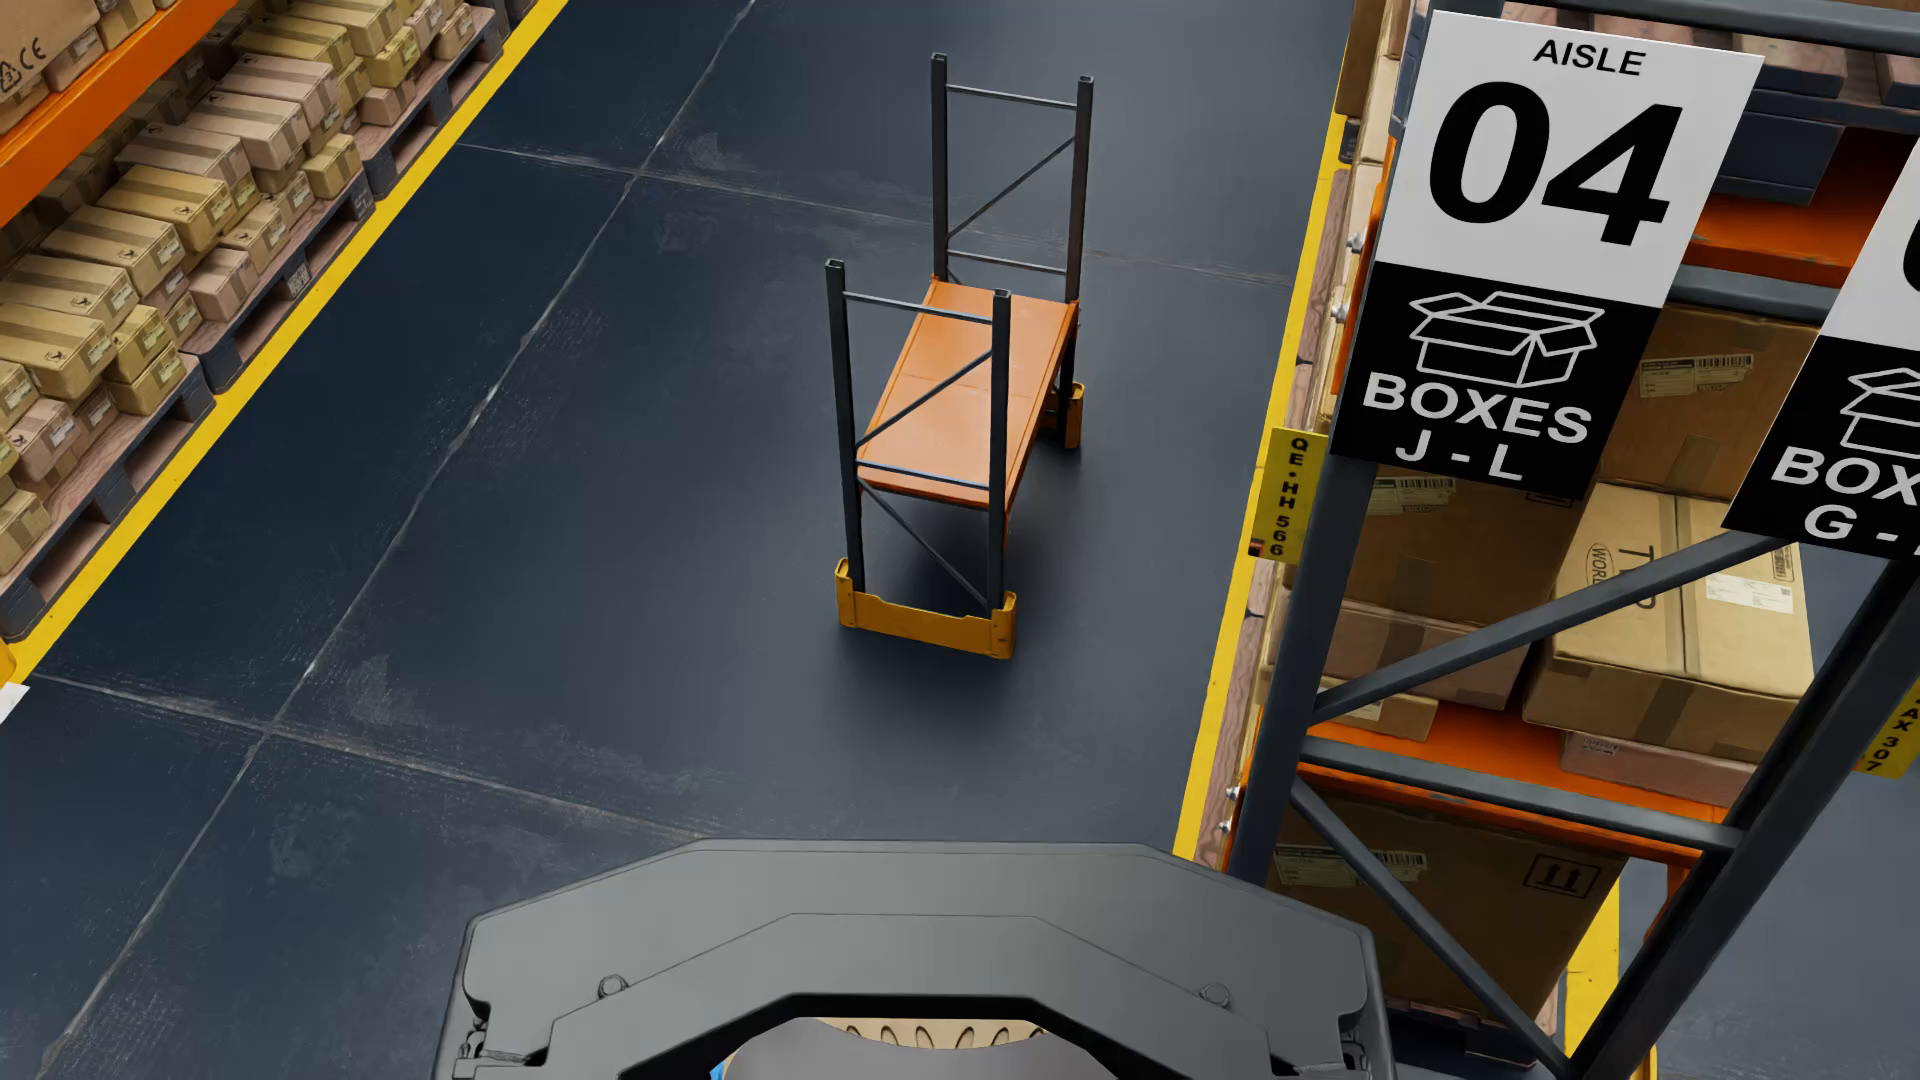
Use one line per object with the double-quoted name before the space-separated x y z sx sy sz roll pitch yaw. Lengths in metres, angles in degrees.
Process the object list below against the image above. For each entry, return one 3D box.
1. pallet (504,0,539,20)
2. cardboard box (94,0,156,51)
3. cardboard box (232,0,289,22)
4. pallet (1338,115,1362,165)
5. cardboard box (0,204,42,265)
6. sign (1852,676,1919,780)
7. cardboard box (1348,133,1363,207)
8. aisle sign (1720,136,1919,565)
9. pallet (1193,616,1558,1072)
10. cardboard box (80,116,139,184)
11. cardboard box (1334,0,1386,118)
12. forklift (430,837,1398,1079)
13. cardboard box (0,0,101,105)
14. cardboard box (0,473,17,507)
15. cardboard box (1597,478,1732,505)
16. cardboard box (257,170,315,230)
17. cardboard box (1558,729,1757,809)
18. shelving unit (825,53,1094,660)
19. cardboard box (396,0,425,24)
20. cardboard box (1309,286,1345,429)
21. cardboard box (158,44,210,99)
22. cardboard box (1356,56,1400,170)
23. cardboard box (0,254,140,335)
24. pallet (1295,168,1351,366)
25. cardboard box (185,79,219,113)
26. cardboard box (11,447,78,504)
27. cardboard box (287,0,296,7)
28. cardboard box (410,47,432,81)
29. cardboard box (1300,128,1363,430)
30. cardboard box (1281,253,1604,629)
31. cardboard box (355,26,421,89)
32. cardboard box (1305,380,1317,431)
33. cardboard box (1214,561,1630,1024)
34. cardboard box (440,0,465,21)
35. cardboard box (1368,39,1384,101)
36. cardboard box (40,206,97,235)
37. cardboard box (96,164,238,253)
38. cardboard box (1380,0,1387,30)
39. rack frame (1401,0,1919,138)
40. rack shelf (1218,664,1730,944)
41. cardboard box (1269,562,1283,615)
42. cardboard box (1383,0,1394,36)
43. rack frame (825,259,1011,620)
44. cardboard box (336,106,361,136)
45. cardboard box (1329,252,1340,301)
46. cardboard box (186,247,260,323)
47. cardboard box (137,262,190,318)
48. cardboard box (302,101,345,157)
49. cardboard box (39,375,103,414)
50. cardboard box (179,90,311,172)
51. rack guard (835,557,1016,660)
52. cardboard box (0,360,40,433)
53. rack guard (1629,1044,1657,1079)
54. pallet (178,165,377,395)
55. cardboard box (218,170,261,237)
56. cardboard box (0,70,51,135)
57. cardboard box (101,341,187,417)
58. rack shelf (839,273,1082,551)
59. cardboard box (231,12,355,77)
"pallet" -2.413 -3.079 8.327 1.003 0.211 1.213 12 50 10
"cardboard box" -2.907 -1.770 5.479 0.380 0.149 0.250 13 50 11
"cardboard box" -3.056 -2.242 6.953 0.380 0.149 0.250 11 49 10
"pallet" 2.272 -2.037 7.407 1.003 0.211 1.213 12 50 10
"cardboard box" -3.561 -1.133 5.974 0.380 0.149 0.250 13 50 11
"sign" 1.623 0.308 2.847 0.100 0.325 0.005 12 50 10
"cardboard box" 1.334 -1.027 4.824 0.380 0.149 0.250 10 49 9
"aisle sign" 1.359 -0.242 2.229 0.394 0.787 0.004 12 50 10
"pallet" 1.224 0.836 4.872 1.003 0.211 1.213 12 50 10
"cardboard box" -3.343 -1.497 6.295 0.380 0.149 0.250 12 50 10
"cardboard box" 2.291 -2.289 6.907 1.225 0.875 0.875 12 50 10
"forklift" -0.052 1.809 2.198 1.130 2.935 3.031 1 49 1
"cardboard box" -3.028 -1.691 4.977 0.500 0.500 0.500 12 50 11
"cardboard box" -3.284 -0.168 5.320 0.380 0.149 0.250 13 50 12
"cardboard box" 1.606 -0.213 3.839 0.500 0.250 0.500 11 49 10
"cardboard box" -2.797 -1.359 6.570 0.380 0.149 0.250 12 50 11
"cardboard box" 1.501 0.398 3.565 0.380 0.149 0.250 12 50 10
"shelving unit" 0.020 -0.551 5.236 0.587 1.500 1.083 12 50 10
"cardboard box" -2.488 -2.330 7.030 0.380 0.149 0.250 12 50 11
"cardboard box" 1.095 -0.312 3.926 0.500 0.250 0.500 11 49 9
"cardboard box" -3.248 -1.881 6.634 0.380 0.149 0.250 13 50 11
"cardboard box" 1.361 -1.058 4.584 0.500 0.250 0.500 12 50 10
"cardboard box" -3.072 -0.825 5.702 0.380 0.149 0.250 9 49 8
"pallet" 1.866 -0.929 6.429 1.003 0.211 1.213 12 50 10
"cardboard box" -3.199 -1.760 6.726 0.380 0.149 0.250 14 50 12
"cardboard box" -3.233 -0.262 5.602 0.380 0.149 0.250 11 50 10
"cardboard box" -3.001 -2.333 7.231 0.380 0.149 0.250 12 50 10
"cardboard box" -2.540 -2.112 7.234 0.380 0.149 0.250 13 50 11
"cardboard box" 1.654 -0.710 5.513 0.875 0.875 0.875 12 50 10
"cardboard box" 0.964 -0.195 3.322 0.500 0.500 0.500 12 50 10
"cardboard box" -2.506 -2.046 6.978 0.380 0.149 0.250 10 49 9
"cardboard box" 1.066 -0.284 4.167 0.380 0.149 0.250 12 50 11
"cardboard box" 1.180 0.592 4.364 0.875 0.875 0.875 12 50 10
"cardboard box" -2.393 -2.442 7.327 0.380 0.149 0.250 12 50 11
"cardboard box" 1.470 -1.399 5.151 0.380 0.149 0.250 11 49 10
"cardboard box" -3.462 -1.212 6.242 0.380 0.149 0.250 14 50 12
"cardboard box" -2.877 -1.205 6.038 0.380 0.149 0.250 12 50 11
"cardboard box" 1.605 -1.774 5.483 0.380 0.149 0.250 13 50 11
"rack frame" 1.089 -1.478 1.053 1.000 3.000 0.127 12 50 10
"rack shelf" 1.615 -0.702 4.849 1.077 0.370 4.000 12 50 10
"cardboard box" 0.932 0.079 3.847 0.380 0.149 0.250 12 50 10
"cardboard box" 1.630 -1.788 5.229 0.500 0.250 0.500 11 50 10
"rack frame" -0.111 -0.190 4.918 0.500 1.500 0.032 12 50 10
"cardboard box" -2.734 -1.741 6.908 0.380 0.149 0.250 10 49 9
"cardboard box" 1.200 -0.659 4.499 0.380 0.149 0.250 12 50 10
"cardboard box" -2.876 -0.973 6.229 0.380 0.149 0.250 9 49 8
"cardboard box" -3.028 -0.924 5.988 0.380 0.149 0.250 9 49 8
"cardboard box" -2.715 -1.696 6.669 0.380 0.149 0.250 13 50 11
"cardboard box" -3.178 -0.549 5.657 0.380 0.149 0.250 12 50 11
"cardboard box" -2.732 -1.564 6.355 0.380 0.149 0.250 10 49 9
"rack guard" -0.111 0.222 5.387 0.587 0.250 0.087 12 50 10
"cardboard box" -3.247 -0.473 5.391 0.380 0.149 0.250 12 50 11
"rack guard" 1.083 1.351 4.224 1.175 0.500 0.348 12 50 10
"pallet" -3.079 -1.138 6.613 1.003 0.211 1.213 12 50 10
"cardboard box" -2.916 -1.322 6.339 0.380 0.149 0.250 14 50 12
"cardboard box" -3.088 -1.414 5.165 0.380 0.149 0.250 11 50 10
"cardboard box" -3.001 -0.606 5.906 0.380 0.149 0.250 12 50 10
"rack shelf" 0.022 -0.439 5.377 0.538 0.185 1.000 12 50 10
"cardboard box" -2.690 -1.976 6.718 0.380 0.149 0.250 13 50 11
